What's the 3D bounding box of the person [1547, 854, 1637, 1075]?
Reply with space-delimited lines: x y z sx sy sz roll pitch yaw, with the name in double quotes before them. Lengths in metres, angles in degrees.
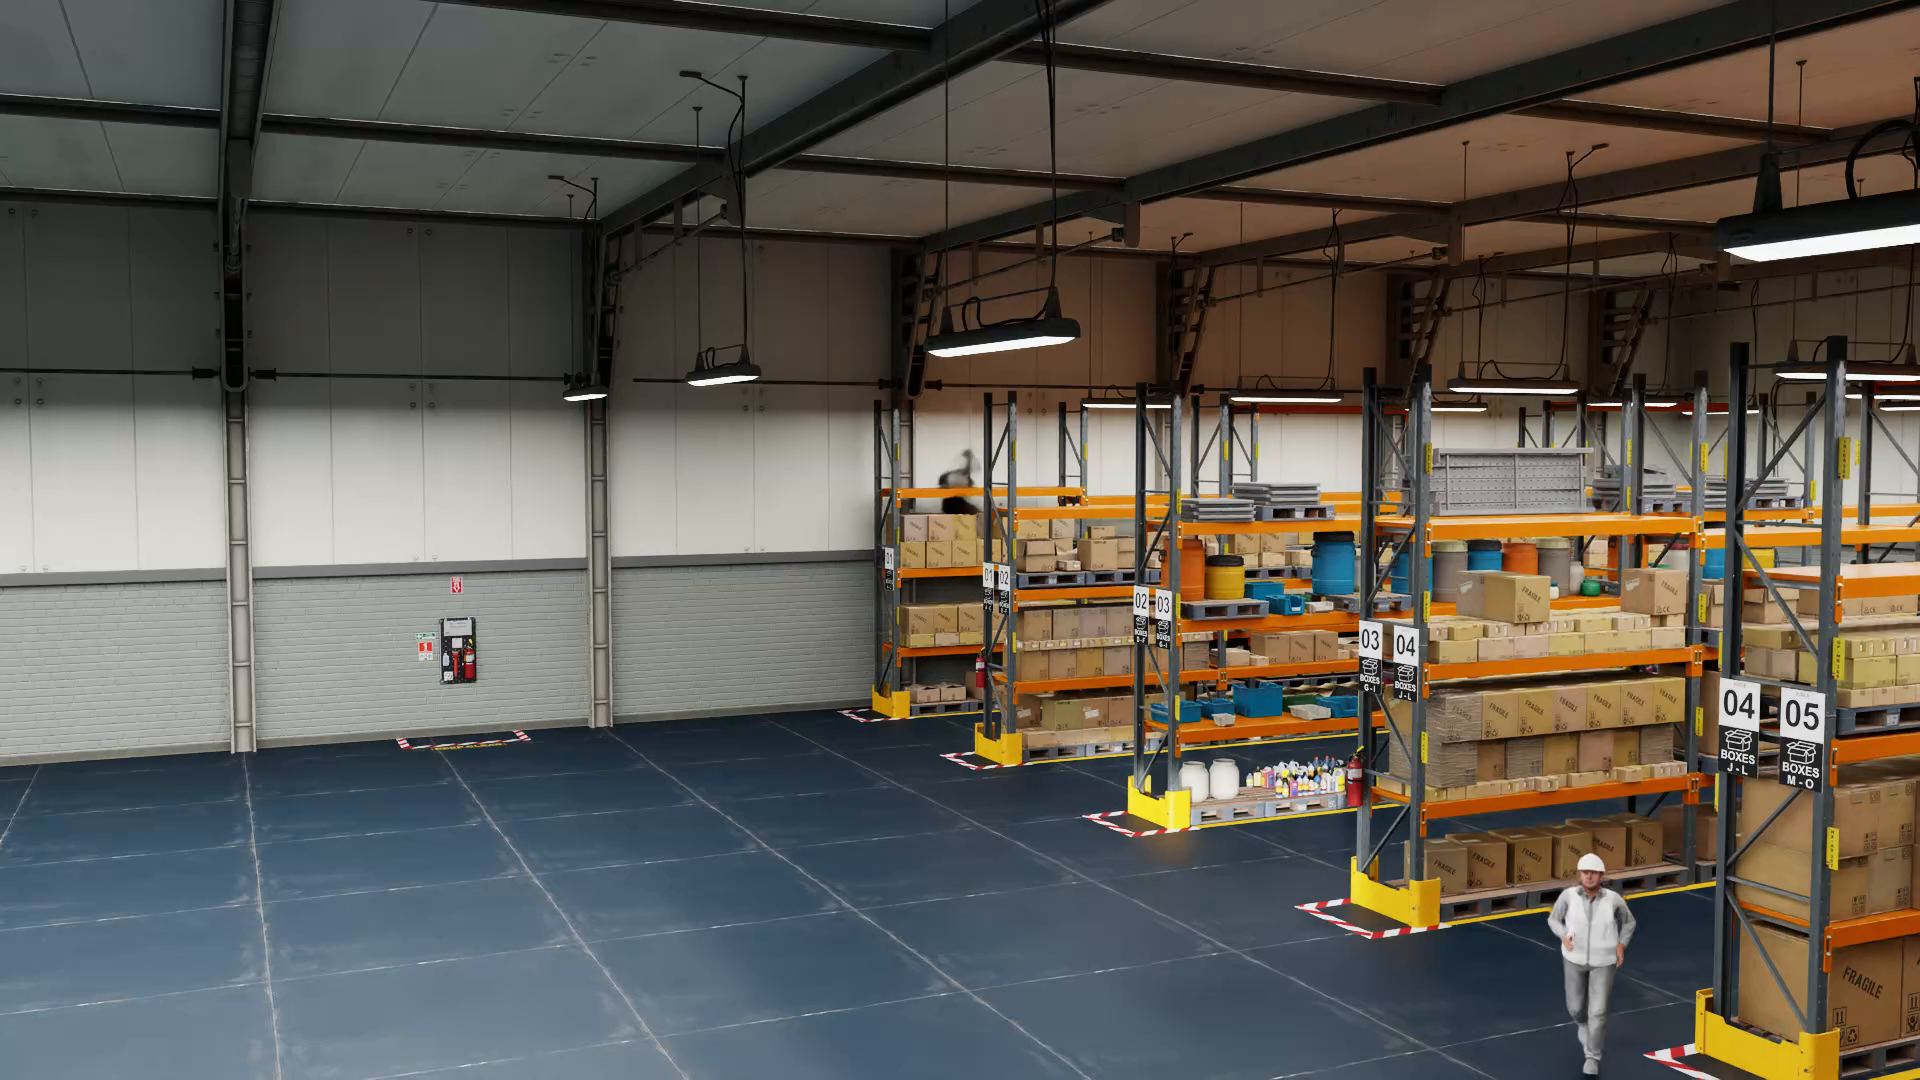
"person" 5.243 3.474 13.817 0.694 1.766 0.811 1 4 22
